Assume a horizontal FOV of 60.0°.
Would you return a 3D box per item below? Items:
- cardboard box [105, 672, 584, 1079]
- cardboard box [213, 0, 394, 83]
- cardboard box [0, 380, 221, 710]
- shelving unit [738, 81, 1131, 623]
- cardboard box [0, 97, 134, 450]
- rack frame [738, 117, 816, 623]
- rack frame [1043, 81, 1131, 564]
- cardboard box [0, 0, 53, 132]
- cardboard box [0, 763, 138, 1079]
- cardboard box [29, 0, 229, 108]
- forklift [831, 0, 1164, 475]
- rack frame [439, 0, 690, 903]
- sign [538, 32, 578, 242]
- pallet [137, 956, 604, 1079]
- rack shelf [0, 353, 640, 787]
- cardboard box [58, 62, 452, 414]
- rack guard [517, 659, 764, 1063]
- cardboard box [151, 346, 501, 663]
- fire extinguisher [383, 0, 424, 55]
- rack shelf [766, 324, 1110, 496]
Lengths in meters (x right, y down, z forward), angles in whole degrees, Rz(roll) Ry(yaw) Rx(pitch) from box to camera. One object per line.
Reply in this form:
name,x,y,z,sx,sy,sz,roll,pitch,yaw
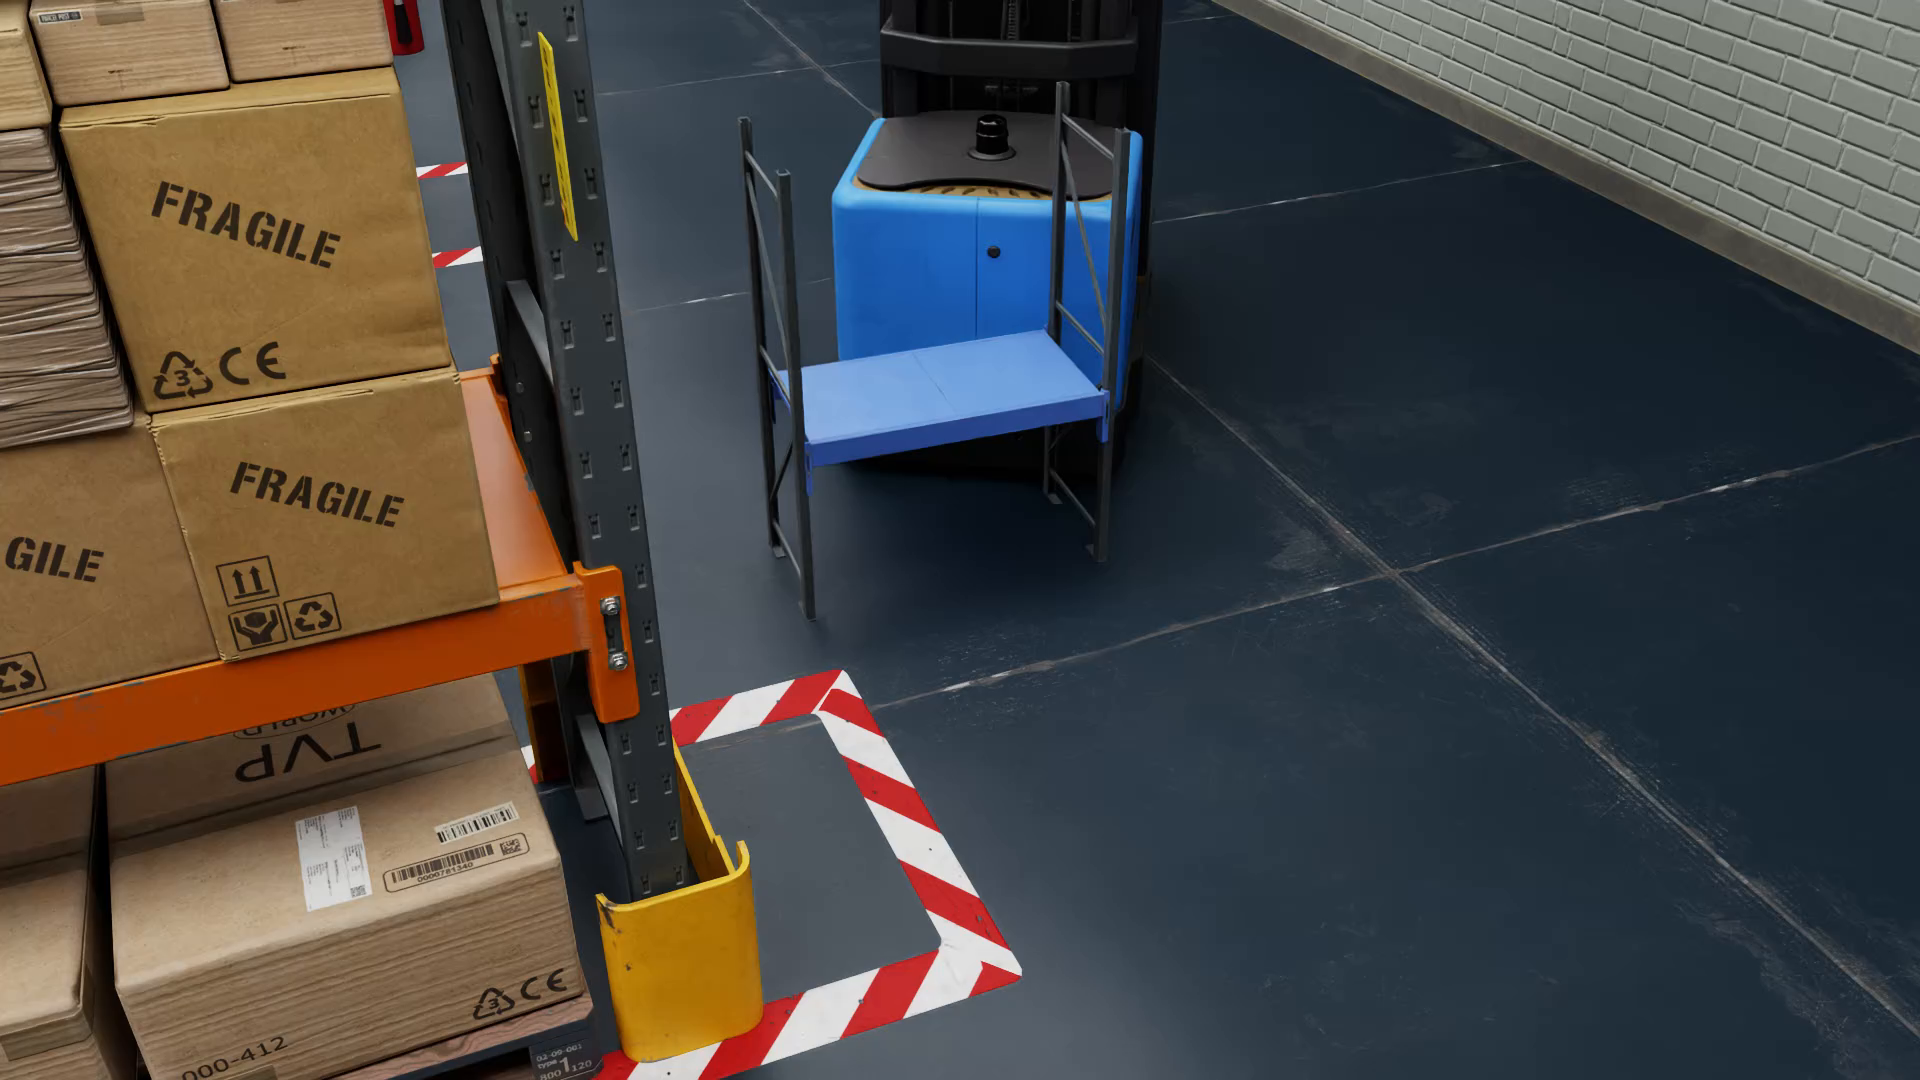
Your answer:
cardboard box,-1.428,0.736,3.833,0.875,0.438,0.875,-14,36,-21
cardboard box,-1.112,-0.908,2.792,0.250,0.149,0.380,-12,35,-18
cardboard box,-1.670,-0.060,3.001,0.500,0.500,0.500,-14,35,-20
shelving unit,-0.081,-0.586,5.275,1.048,1.500,0.538,-11,35,-16
cardboard box,-1.682,-0.466,2.707,0.500,0.500,0.500,-13,35,-19
rack frame,-0.560,-0.493,5.133,0.032,1.500,0.500,-11,35,-16
rack frame,0.398,-0.679,5.418,0.032,1.500,0.500,-11,35,-16
cardboard box,-1.542,-0.746,2.542,0.250,0.149,0.380,-13,35,-19
cardboard box,-2.269,0.933,3.529,0.875,0.438,0.875,-12,35,-18
cardboard box,-1.337,-0.842,2.691,0.250,0.149,0.380,-12,35,-18
forklift,0.269,-2.253,6.525,1.130,2.935,3.031,4,33,7
rack frame,-0.859,-0.352,3.540,0.127,3.000,1.000,-13,35,-19
sign,-0.661,-0.660,2.736,0.005,0.325,0.100,-13,35,-19
pallet,-1.566,1.025,3.981,1.213,0.211,1.003,-13,35,-19
rack shelf,-2.703,0.372,3.087,4.000,0.370,1.077,-13,35,-19
cardboard box,-1.211,-0.591,2.900,0.500,0.500,0.500,-12,35,-17
rack guard,-0.837,0.691,4.230,0.348,0.500,1.175,-13,35,-19
cardboard box,-1.201,-0.159,3.152,0.500,0.500,0.500,-13,35,-19
fire extinguisher,-2.457,-2.452,7.181,0.183,0.674,0.296,-13,35,-19
rack shelf,-0.081,-0.435,5.373,1.000,0.185,0.538,-11,35,-16
